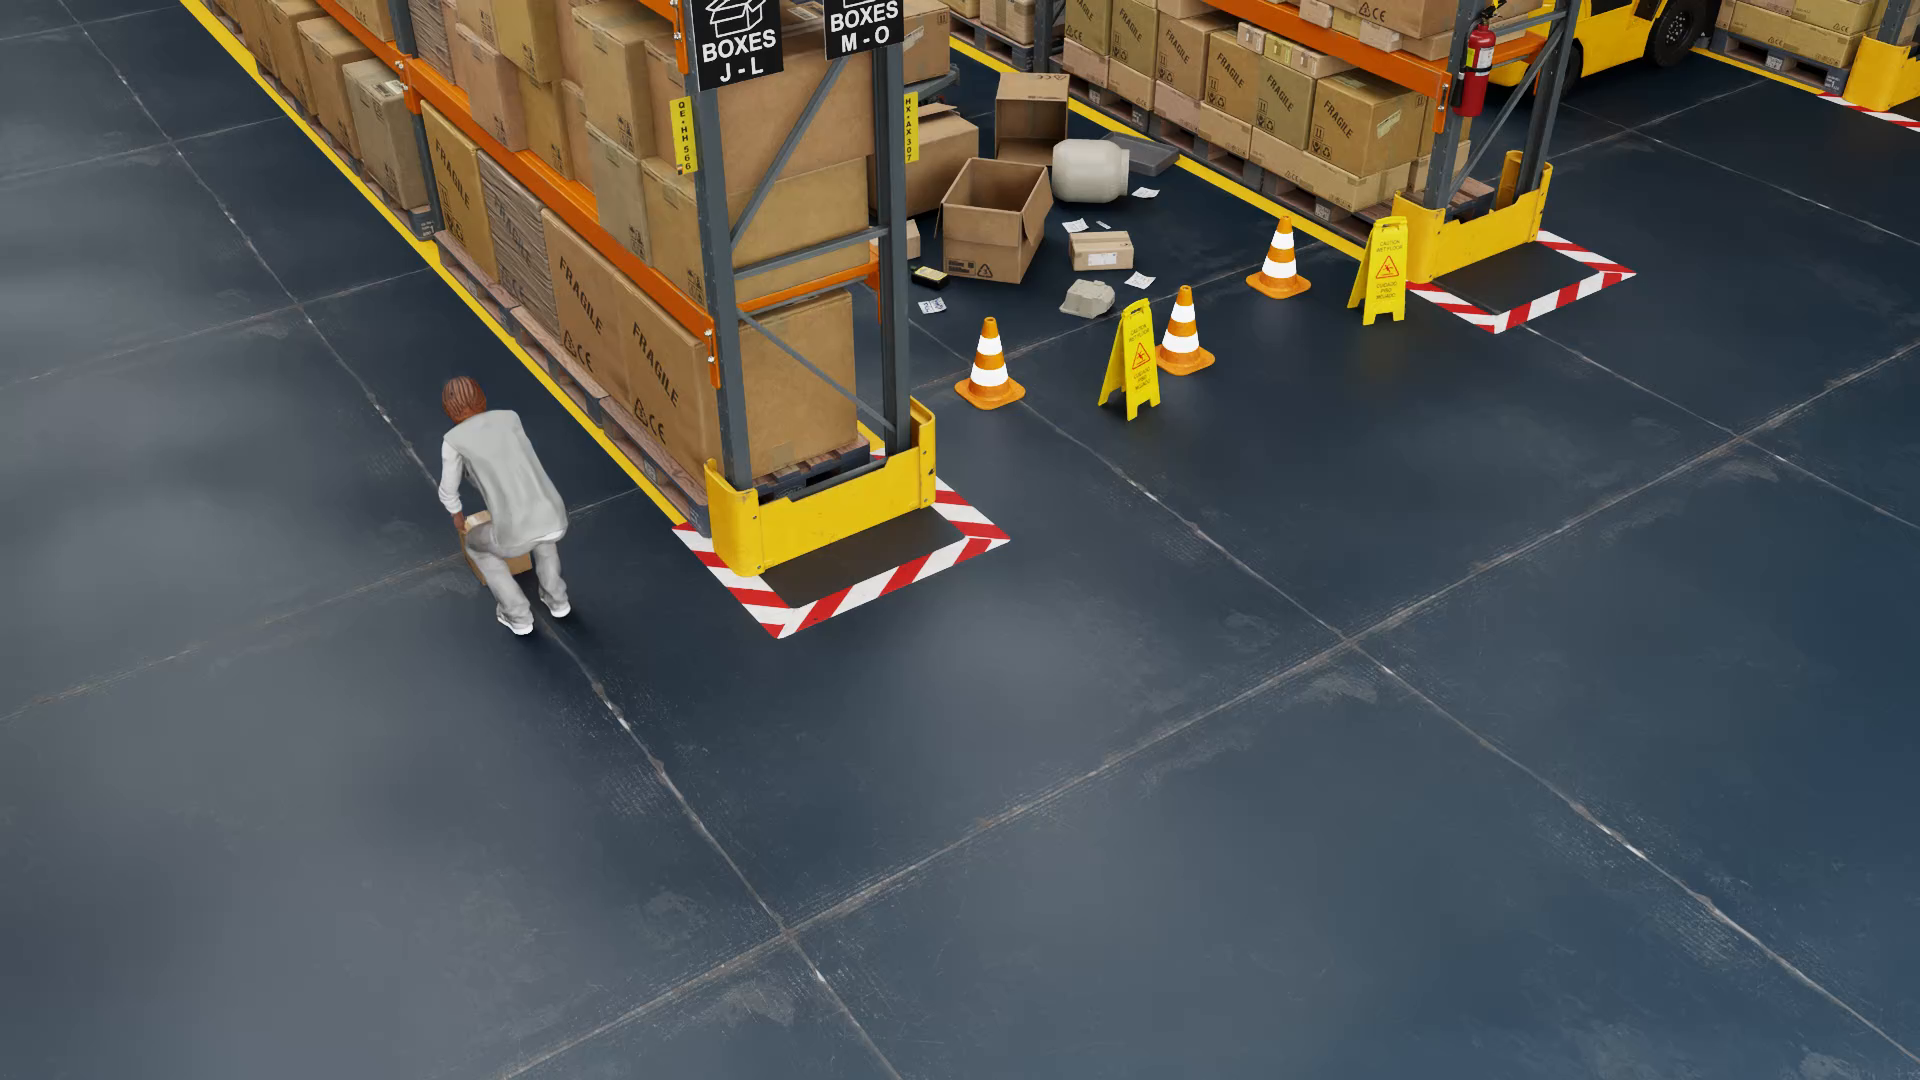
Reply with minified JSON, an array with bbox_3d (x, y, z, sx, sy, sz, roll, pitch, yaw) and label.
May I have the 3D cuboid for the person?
[{"bbox_3d":[-2.067,-0.118,7.547,0.461,1.143,0.725,-23,42,-27],"label":"person"}]
